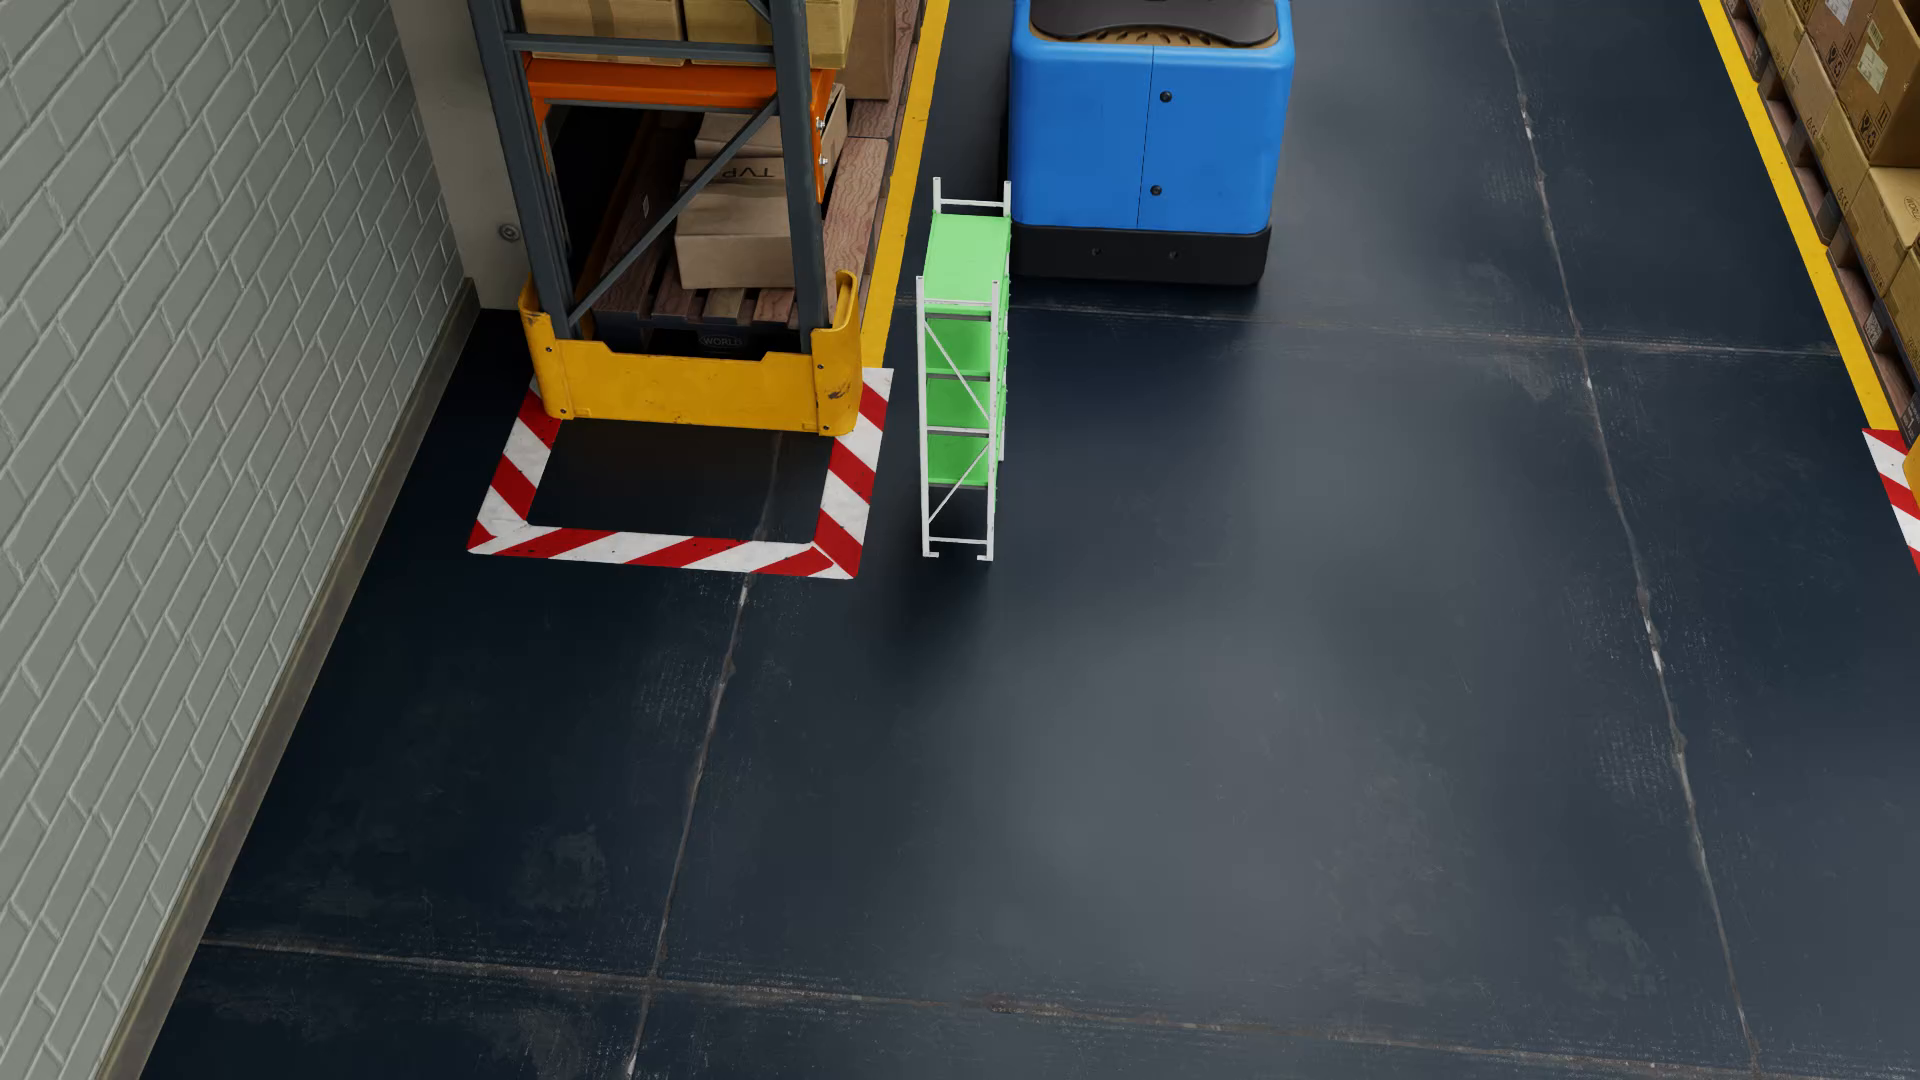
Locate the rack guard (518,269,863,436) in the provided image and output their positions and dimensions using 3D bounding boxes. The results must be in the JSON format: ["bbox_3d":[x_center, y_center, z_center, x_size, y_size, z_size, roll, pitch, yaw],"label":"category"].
[{"bbox_3d":[-0.959,-0.711,6.061,1.175,0.500,0.348,4,48,4],"label":"rack guard"}]

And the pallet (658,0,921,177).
[{"bbox_3d":[-0.736,-2.102,7.529,1.003,0.211,1.213,4,48,4],"label":"pallet"}]

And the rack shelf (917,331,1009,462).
[{"bbox_3d":[0.015,-0.483,5.466,0.258,0.148,0.480,4,48,4],"label":"rack shelf"}]

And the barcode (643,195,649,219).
[{"bbox_3d":[-1.210,-1.285,6.411,0.001,0.075,0.075,4,48,4],"label":"barcode"}]

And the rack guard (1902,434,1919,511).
[{"bbox_3d":[3.965,-0.307,5.692,1.175,0.500,0.348,4,48,4],"label":"rack guard"}]

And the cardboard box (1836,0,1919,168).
[{"bbox_3d":[3.796,-1.785,6.420,0.500,0.500,0.500,4,48,4],"label":"cardboard box"}]

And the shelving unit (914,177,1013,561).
[{"bbox_3d":[0.015,-0.527,5.418,0.258,1.200,0.503,4,48,4],"label":"shelving unit"}]

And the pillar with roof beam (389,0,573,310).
[{"bbox_3d":[2.523,-3.806,3.133,9.100,9.000,0.400,4,48,4],"label":"pillar with roof beam"}]

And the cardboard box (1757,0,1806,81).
[{"bbox_3d":[3.886,-2.267,7.369,0.500,0.250,0.500,4,48,4],"label":"cardboard box"}]

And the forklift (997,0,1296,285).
[{"bbox_3d":[0.791,-3.083,6.583,1.130,2.935,3.031,3,48,3],"label":"forklift"}]

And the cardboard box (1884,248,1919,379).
[{"bbox_3d":[3.722,-0.796,6.024,0.500,0.250,0.500,4,48,4],"label":"cardboard box"}]

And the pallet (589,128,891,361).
[{"bbox_3d":[-0.850,-1.208,6.712,1.003,0.211,1.213,4,48,4],"label":"pallet"}]

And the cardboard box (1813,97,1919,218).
[{"bbox_3d":[3.799,-1.532,6.697,0.500,0.250,0.500,4,48,4],"label":"cardboard box"}]

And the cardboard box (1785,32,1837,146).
[{"bbox_3d":[3.847,-1.899,7.033,0.500,0.250,0.500,4,48,4],"label":"cardboard box"}]

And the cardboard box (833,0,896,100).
[{"bbox_3d":[-0.645,-2.260,7.181,0.700,0.500,0.500,1,48,1],"label":"cardboard box"}]

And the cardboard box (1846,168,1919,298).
[{"bbox_3d":[3.755,-1.164,6.361,0.500,0.250,0.500,4,48,4],"label":"cardboard box"}]

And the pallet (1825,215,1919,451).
[{"bbox_3d":[3.995,-0.792,6.331,1.003,0.211,1.213,4,48,4],"label":"pallet"}]

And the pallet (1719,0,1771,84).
[{"bbox_3d":[4.218,-2.585,7.971,1.003,0.211,1.213,4,48,4],"label":"pallet"}]

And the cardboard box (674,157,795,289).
[{"bbox_3d":[-0.814,-1.242,6.377,0.500,0.311,0.500,-1,48,-1],"label":"cardboard box"}]

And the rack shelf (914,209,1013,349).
[{"bbox_3d":[0.015,-0.807,5.111,0.258,0.148,0.480,4,48,4],"label":"rack shelf"}]

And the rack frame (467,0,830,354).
[{"bbox_3d":[-0.966,-1.499,5.088,1.000,3.000,0.127,4,48,4],"label":"rack frame"}]

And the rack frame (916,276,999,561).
[{"bbox_3d":[-0.007,-0.347,5.255,0.240,1.200,0.015,4,48,4],"label":"rack frame"}]

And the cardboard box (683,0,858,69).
[{"bbox_3d":[-0.606,-1.792,5.444,0.500,0.250,0.500,3,48,2],"label":"cardboard box"}]

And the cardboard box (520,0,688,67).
[{"bbox_3d":[-1.117,-1.811,5.462,0.500,0.250,0.500,4,48,4],"label":"cardboard box"}]

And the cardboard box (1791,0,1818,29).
[{"bbox_3d":[3.887,-2.520,7.093,0.500,0.500,0.500,4,48,4],"label":"cardboard box"}]

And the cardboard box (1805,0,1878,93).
[{"bbox_3d":[3.843,-2.152,6.756,0.500,0.500,0.500,4,48,4],"label":"cardboard box"}]

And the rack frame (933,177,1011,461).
[{"bbox_3d":[0.037,-0.706,5.582,0.240,1.200,0.015,4,48,4],"label":"rack frame"}]

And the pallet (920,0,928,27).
[{"bbox_3d":[-0.628,-3.001,8.352,1.003,0.211,1.213,4,48,4],"label":"pallet"}]

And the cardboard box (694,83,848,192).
[{"bbox_3d":[-0.762,-1.661,6.760,0.500,0.311,0.500,7,48,7],"label":"cardboard box"}]

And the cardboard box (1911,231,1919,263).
[{"bbox_3d":[3.720,-1.049,5.747,0.500,0.500,0.500,4,48,4],"label":"cardboard box"}]

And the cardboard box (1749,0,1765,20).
[{"bbox_3d":[3.937,-2.634,7.705,0.500,0.250,0.500,4,48,4],"label":"cardboard box"}]

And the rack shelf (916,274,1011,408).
[{"bbox_3d":[0.015,-0.645,5.289,0.258,0.148,0.480,4,48,4],"label":"rack shelf"}]

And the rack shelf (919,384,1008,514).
[{"bbox_3d":[0.015,-0.321,5.643,0.258,0.148,0.480,4,48,4],"label":"rack shelf"}]

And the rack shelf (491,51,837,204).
[{"bbox_3d":[-0.784,-2.725,6.698,1.077,0.370,4.000,4,48,4],"label":"rack shelf"}]

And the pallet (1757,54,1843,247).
[{"bbox_3d":[4.109,-1.686,7.149,1.003,0.211,1.213,4,48,4],"label":"pallet"}]
